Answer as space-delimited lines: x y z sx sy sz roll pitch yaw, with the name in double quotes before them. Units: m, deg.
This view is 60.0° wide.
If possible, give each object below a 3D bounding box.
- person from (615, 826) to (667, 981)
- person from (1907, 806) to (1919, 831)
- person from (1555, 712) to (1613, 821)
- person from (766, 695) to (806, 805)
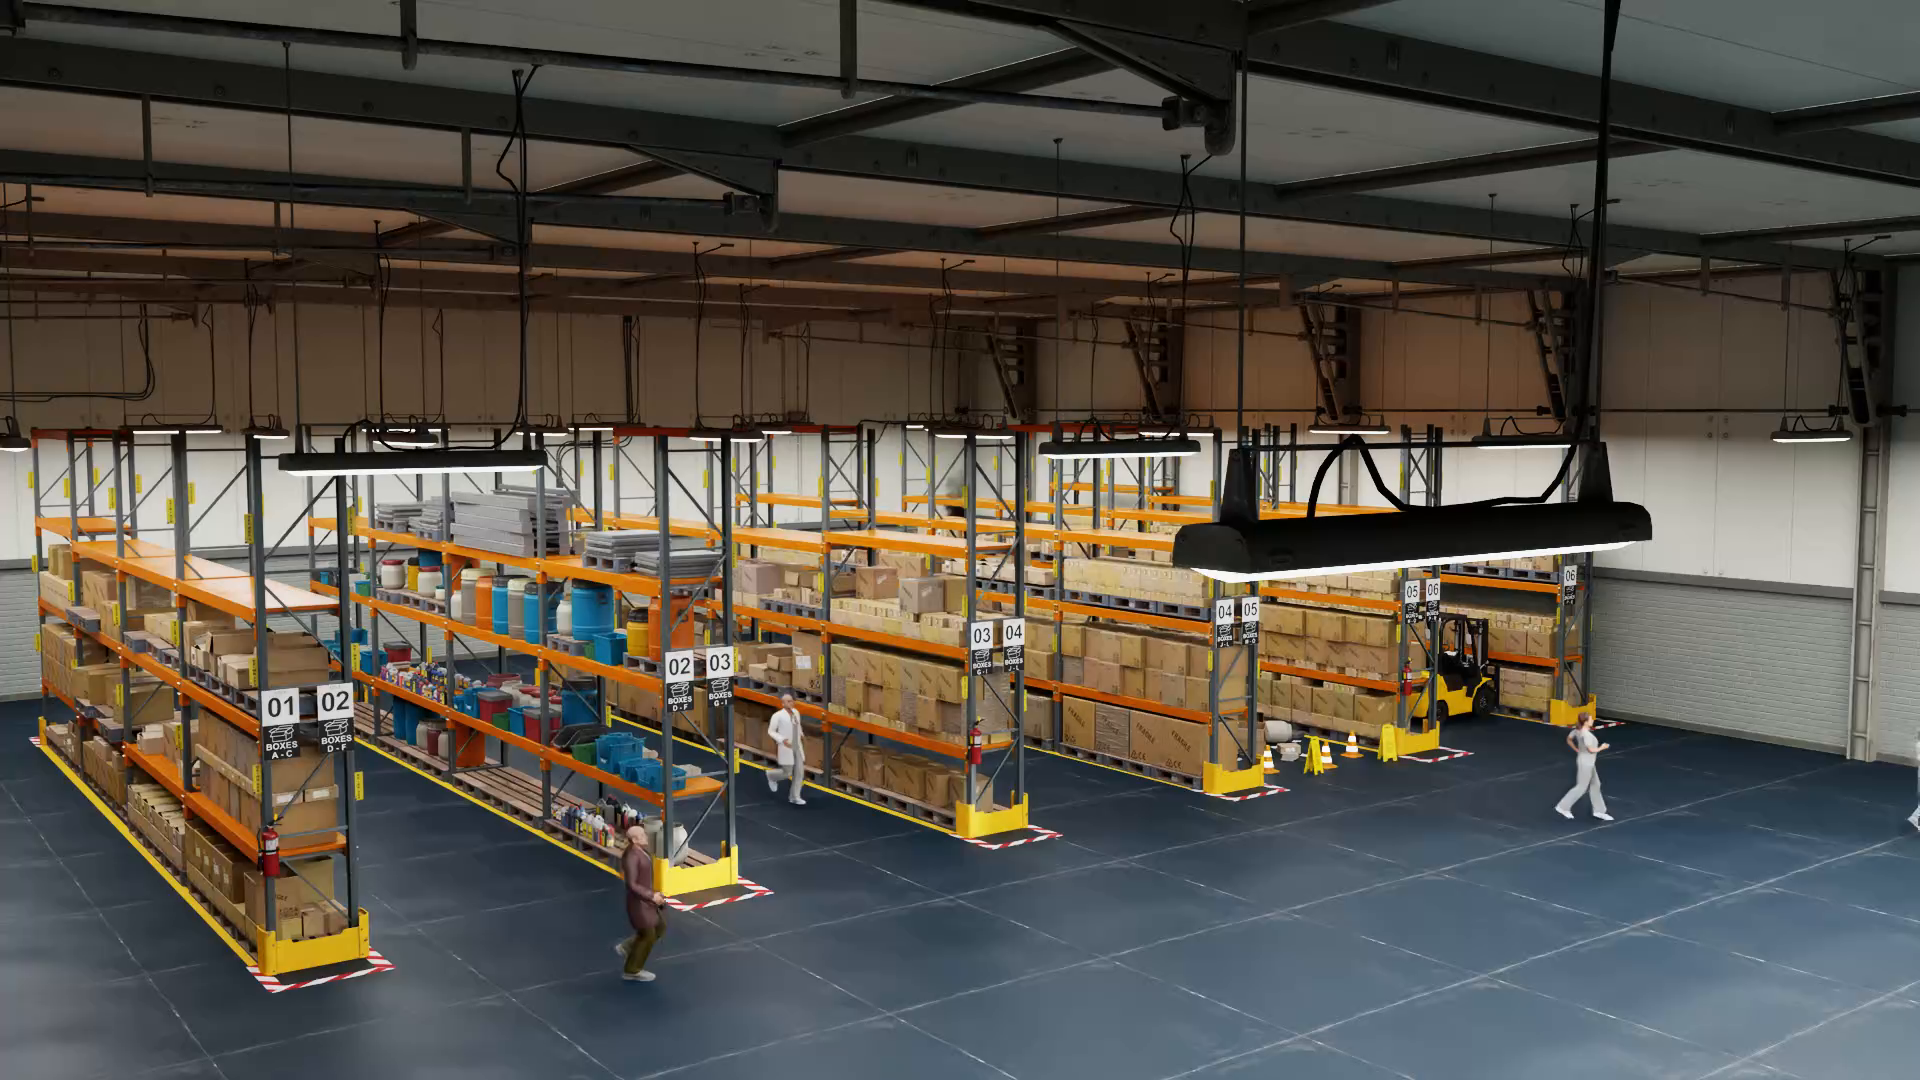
"person" -3.548 4.018 18.449 0.571 1.740 0.717 -1 5 -8
"person" 14.526 3.537 24.517 0.935 1.689 0.607 1 5 7
"person" 9.590 3.464 25.472 0.872 1.682 0.559 1 5 10
"person" -2.762 3.358 26.786 0.710 1.750 0.888 -4 6 -44
